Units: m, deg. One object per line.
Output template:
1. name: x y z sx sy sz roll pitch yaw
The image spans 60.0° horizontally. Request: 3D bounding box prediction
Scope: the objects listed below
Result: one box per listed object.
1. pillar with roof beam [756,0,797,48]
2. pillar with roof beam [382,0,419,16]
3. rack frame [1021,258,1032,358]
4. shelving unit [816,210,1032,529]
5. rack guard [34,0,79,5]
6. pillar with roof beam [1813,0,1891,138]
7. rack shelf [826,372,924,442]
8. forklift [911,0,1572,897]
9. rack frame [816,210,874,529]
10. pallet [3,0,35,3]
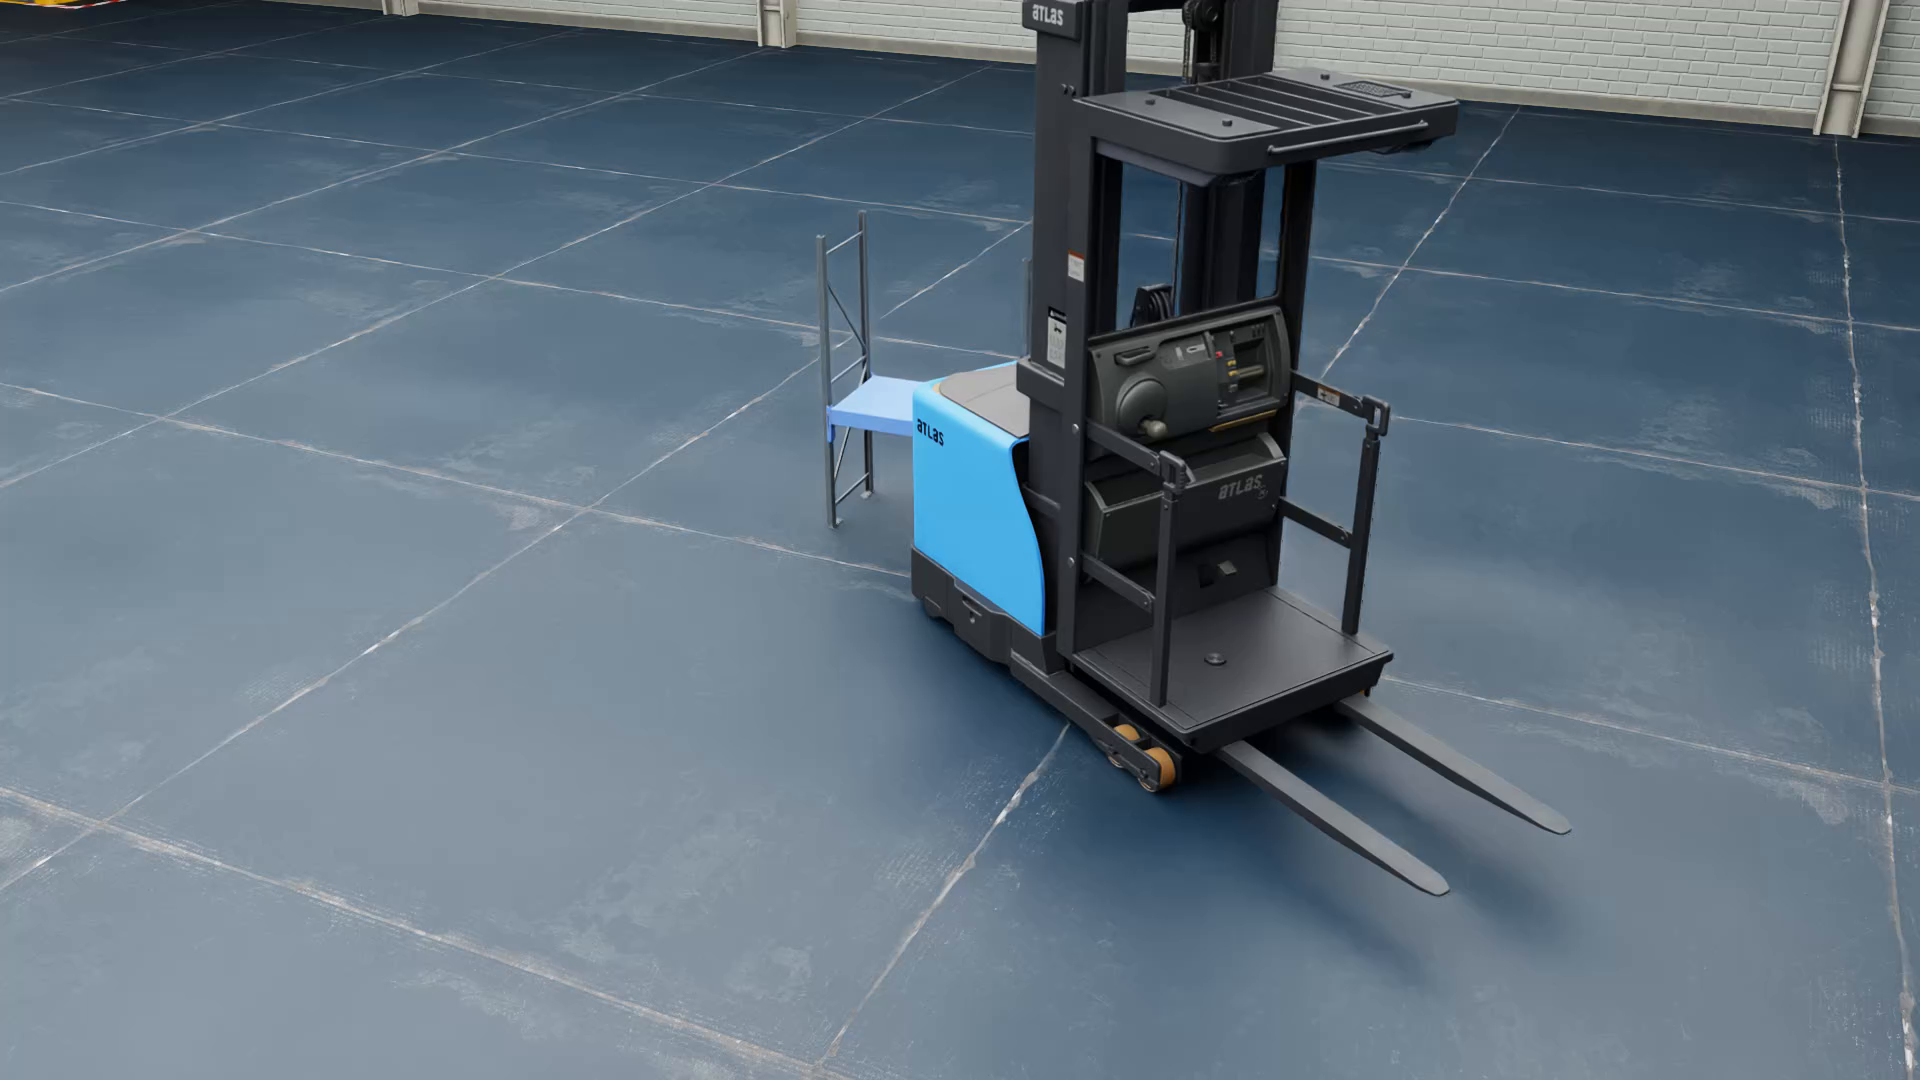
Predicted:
1. pillar with roof beam: -4.069 -8.517 15.361 0.400 9.000 9.100 11 28 22
2. pillar with roof beam: -9.530 -9.614 17.590 0.400 9.000 9.100 11 28 22
3. rack frame: 0.382 -0.666 7.905 0.032 1.500 0.500 10 28 19
4. shelving unit: -0.090 -0.750 8.075 1.048 1.500 0.538 10 28 19
5. rack guard: -12.928 -8.135 24.207 0.348 0.500 1.175 11 28 22
6. pillar with roof beam: 6.855 -6.323 10.905 0.400 9.000 9.100 11 28 22
7. rack shelf: -0.090 -0.588 8.154 1.000 0.185 0.538 10 28 19
8. forklift: 1.004 -0.600 6.150 1.130 2.935 3.031 -16 30 -29
9. rack frame: -0.562 -0.833 8.244 0.032 1.500 0.500 10 28 19
10. pallet: -13.663 -8.133 24.530 1.213 0.211 1.003 11 28 22
